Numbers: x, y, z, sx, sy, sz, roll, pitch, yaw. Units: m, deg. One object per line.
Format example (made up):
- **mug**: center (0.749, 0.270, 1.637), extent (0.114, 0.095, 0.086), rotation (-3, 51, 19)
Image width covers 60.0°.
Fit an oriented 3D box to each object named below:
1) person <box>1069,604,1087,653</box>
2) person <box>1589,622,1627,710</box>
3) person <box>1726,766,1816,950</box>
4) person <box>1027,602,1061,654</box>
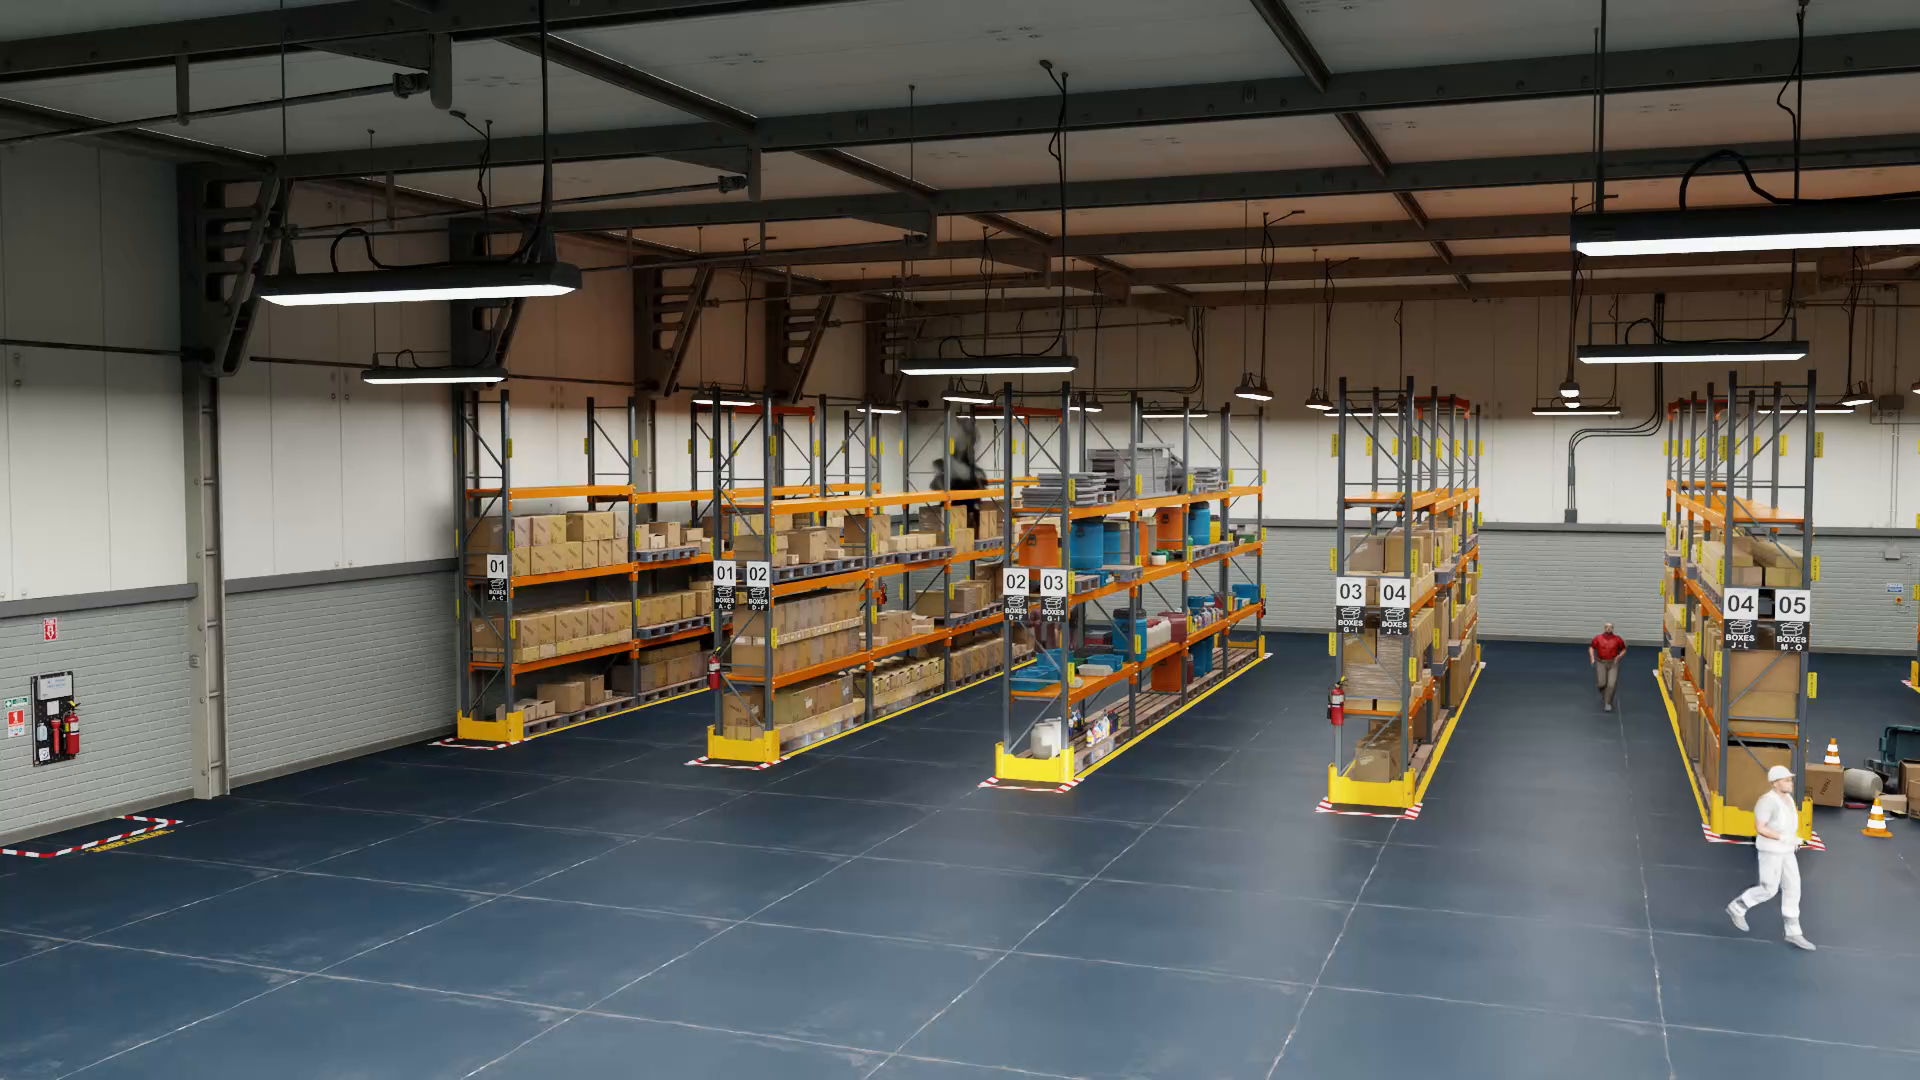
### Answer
- **person**: center (2.393, 1.905, 35.692), extent (0.652, 1.694, 0.544), rotation (0, 3, 7)
- **person**: center (12.426, 2.417, 31.899), extent (0.671, 1.681, 0.594), rotation (1, 3, 19)
- **person**: center (8.252, 3.175, 16.865), extent (0.685, 1.801, 0.872), rotation (-2, 4, -35)
- **person**: center (1.670, 2.014, 32.849), extent (0.685, 1.850, 0.796), rotation (1, 3, 10)
